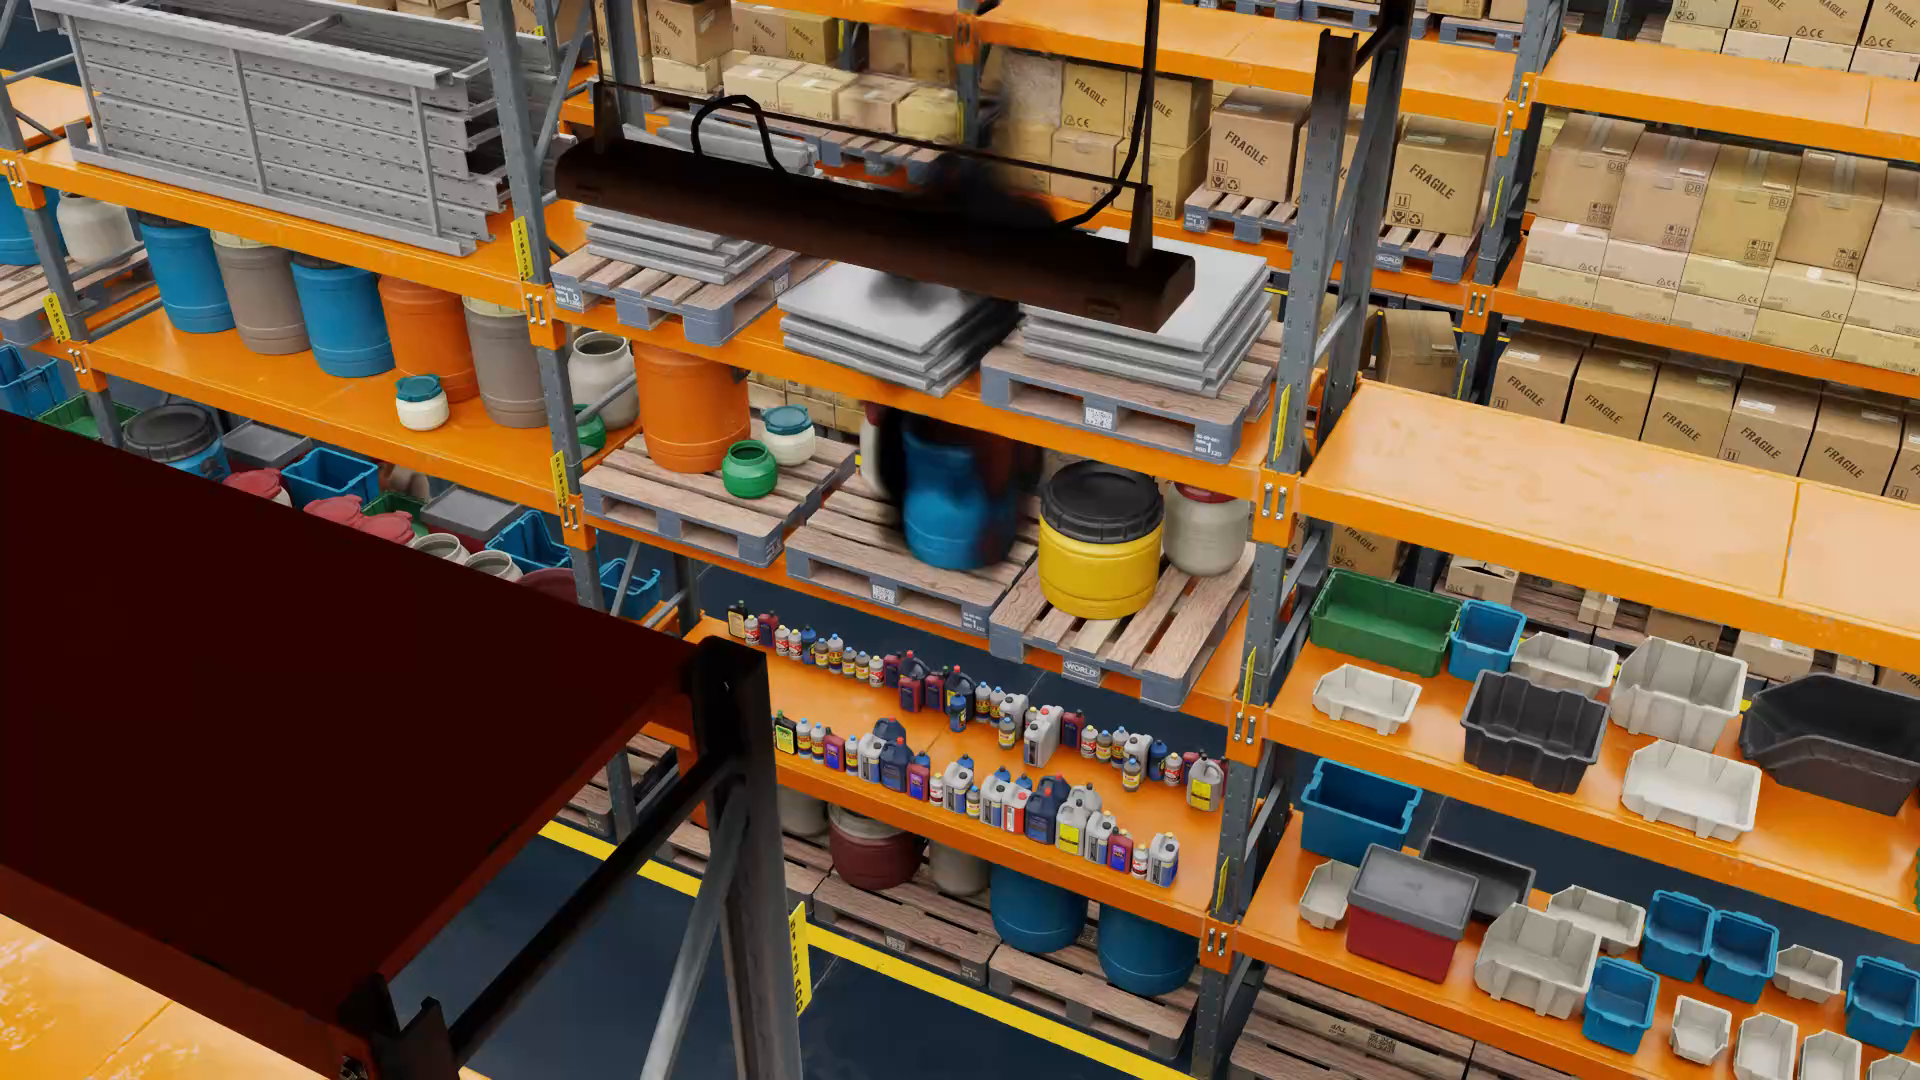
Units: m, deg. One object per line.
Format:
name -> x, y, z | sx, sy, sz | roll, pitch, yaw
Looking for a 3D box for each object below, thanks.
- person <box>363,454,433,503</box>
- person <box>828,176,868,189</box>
person -> -4.418, -0.534, 13.097 | 0.959, 1.745, 0.650 | 10, 36, 14
person -> -1.130, -3.591, 17.437 | 0.607, 1.675, 0.654 | 5, 35, 7
